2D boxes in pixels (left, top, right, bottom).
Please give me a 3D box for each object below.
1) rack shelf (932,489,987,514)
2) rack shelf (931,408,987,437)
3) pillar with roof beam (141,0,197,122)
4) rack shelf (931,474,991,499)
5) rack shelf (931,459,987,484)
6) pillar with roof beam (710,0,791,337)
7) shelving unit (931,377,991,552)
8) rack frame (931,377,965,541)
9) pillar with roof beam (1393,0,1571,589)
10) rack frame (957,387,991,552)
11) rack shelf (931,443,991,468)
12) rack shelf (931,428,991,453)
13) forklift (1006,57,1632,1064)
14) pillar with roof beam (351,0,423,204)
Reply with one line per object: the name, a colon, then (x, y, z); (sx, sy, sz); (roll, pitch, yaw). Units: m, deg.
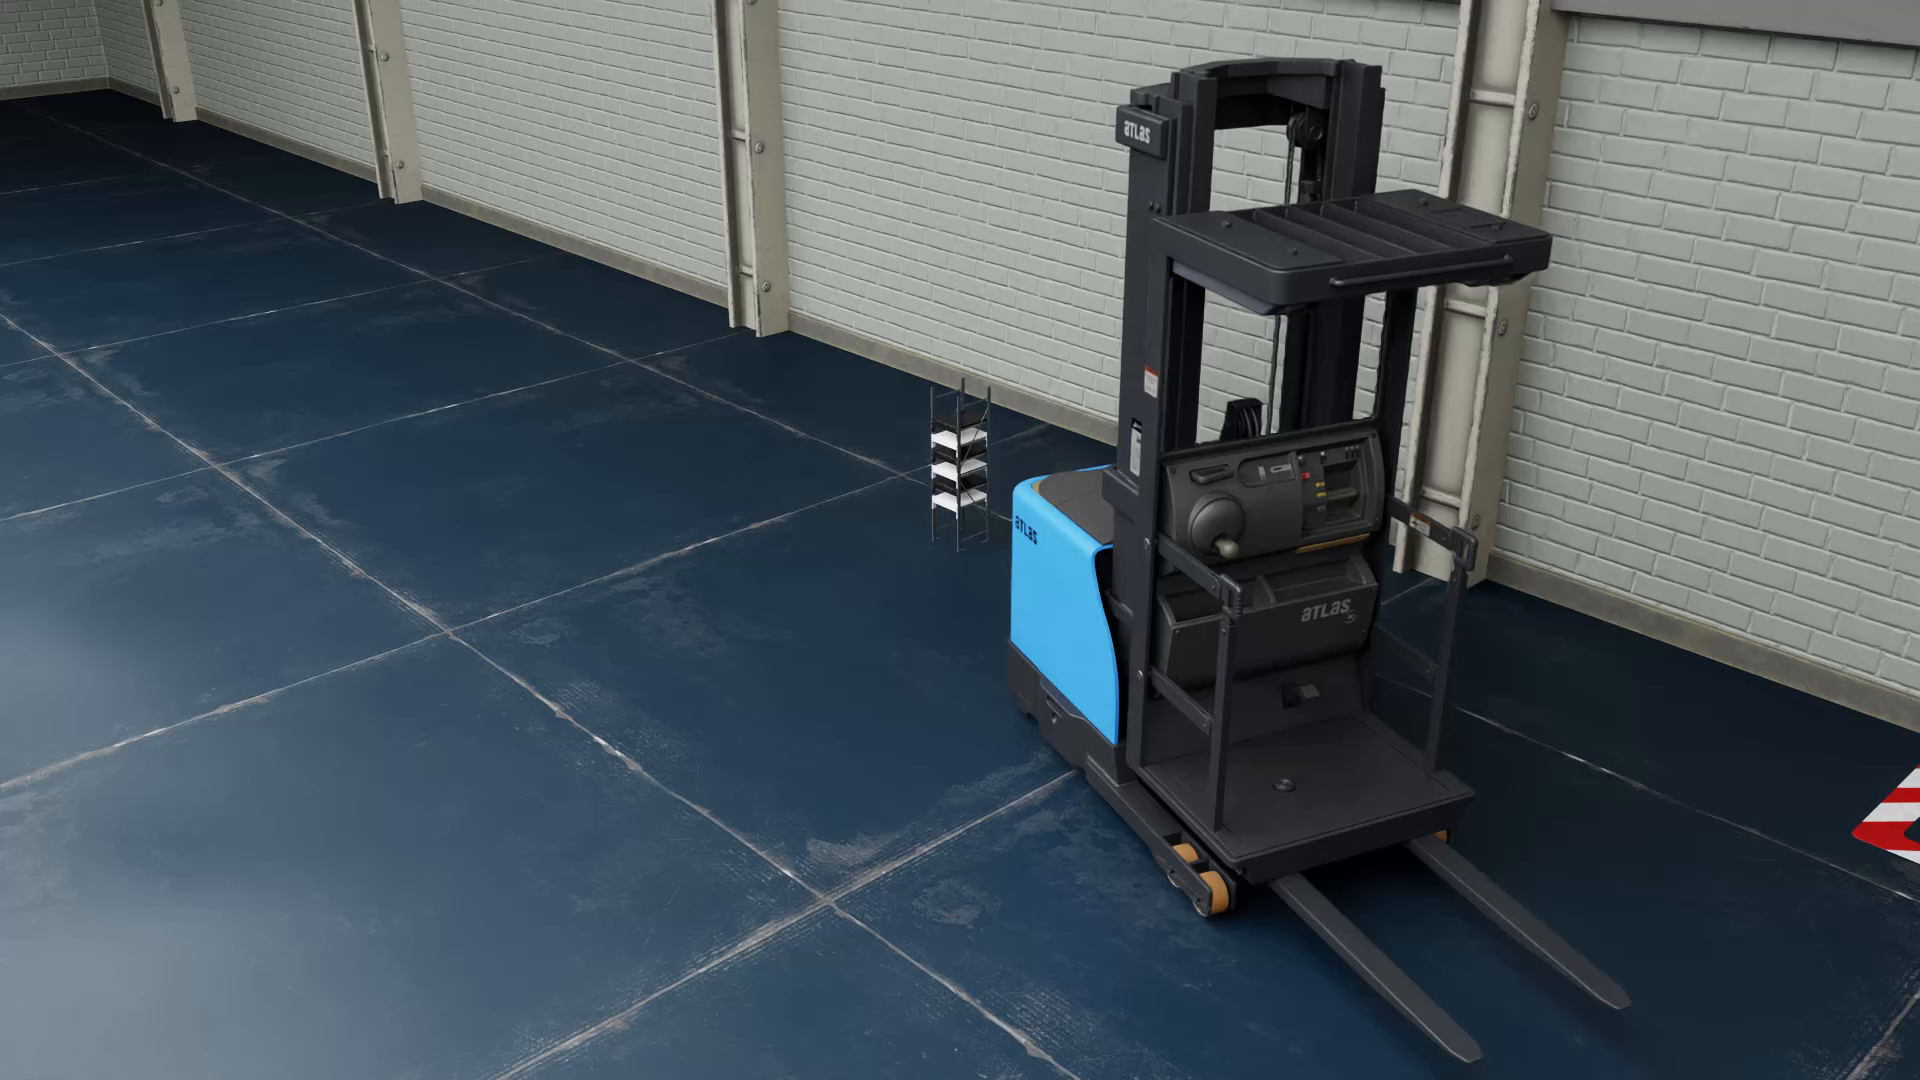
rack shelf: (0.006, -0.213, 9.146); (0.258, 0.077, 0.200); (-21, 32, -38)
rack shelf: (0.006, -0.622, 8.960); (0.258, 0.077, 0.200); (-21, 32, -38)
pillar with roof beam: (-12.885, -8.150, 16.272); (9.100, 9.000, 0.400); (-21, 32, -38)
rack shelf: (0.006, -0.295, 9.109); (0.258, 0.077, 0.200); (-21, 32, -38)
rack shelf: (0.006, -0.377, 9.072); (0.258, 0.077, 0.200); (-21, 32, -38)
pillar with roof beam: (-4.683, -4.514, 8.303); (9.100, 9.000, 0.400); (-21, 32, -38)
shelving unit: (0.006, -0.407, 9.058); (0.258, 0.900, 0.210); (-21, 32, -38)
rack frame: (-0.064, -0.438, 9.125); (0.240, 0.900, 0.006); (-21, 32, -38)
pillar with roof beam: (-0.582, -2.696, 4.318); (9.100, 9.000, 0.400); (-21, 32, -38)
rack frame: (0.075, -0.376, 8.990); (0.240, 0.900, 0.006); (-21, 32, -38)
rack shelf: (0.006, -0.459, 9.034); (0.258, 0.077, 0.200); (-21, 32, -38)
rack shelf: (0.006, -0.540, 8.997); (0.258, 0.077, 0.200); (-21, 32, -38)
forklift: (1.271, -0.138, 6.022); (1.130, 2.935, 3.031); (-10, 27, -22)
pillar with roof beam: (-8.784, -6.332, 12.287); (9.100, 9.000, 0.400); (-21, 32, -38)
